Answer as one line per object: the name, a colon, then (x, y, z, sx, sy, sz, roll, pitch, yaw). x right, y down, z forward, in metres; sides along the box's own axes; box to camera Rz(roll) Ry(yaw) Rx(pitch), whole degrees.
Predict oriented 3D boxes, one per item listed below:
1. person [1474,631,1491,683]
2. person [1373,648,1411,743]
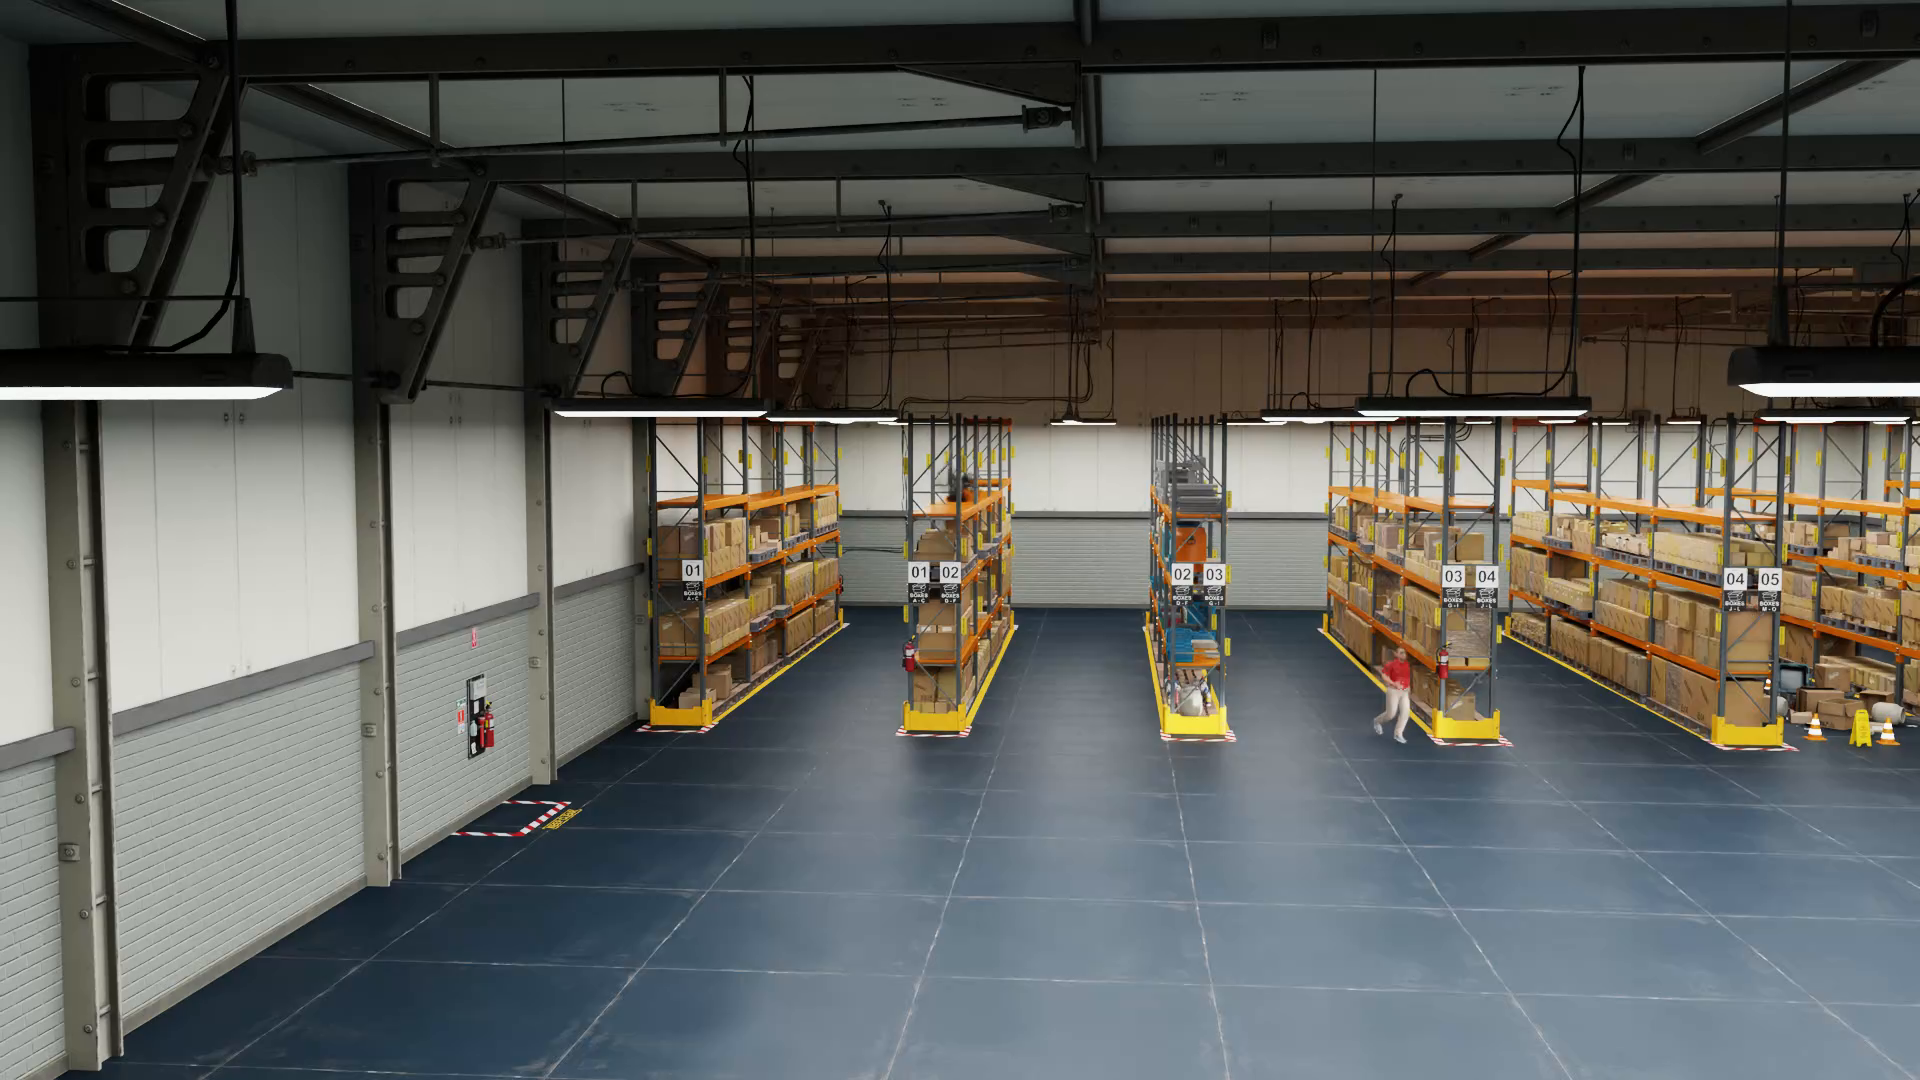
person: (11.770, 2.493, 37.788, 0.532, 1.406, 0.758, 0, 4, 5)
person: (8.028, 2.829, 30.579, 0.674, 1.721, 0.812, -1, 4, -21)
